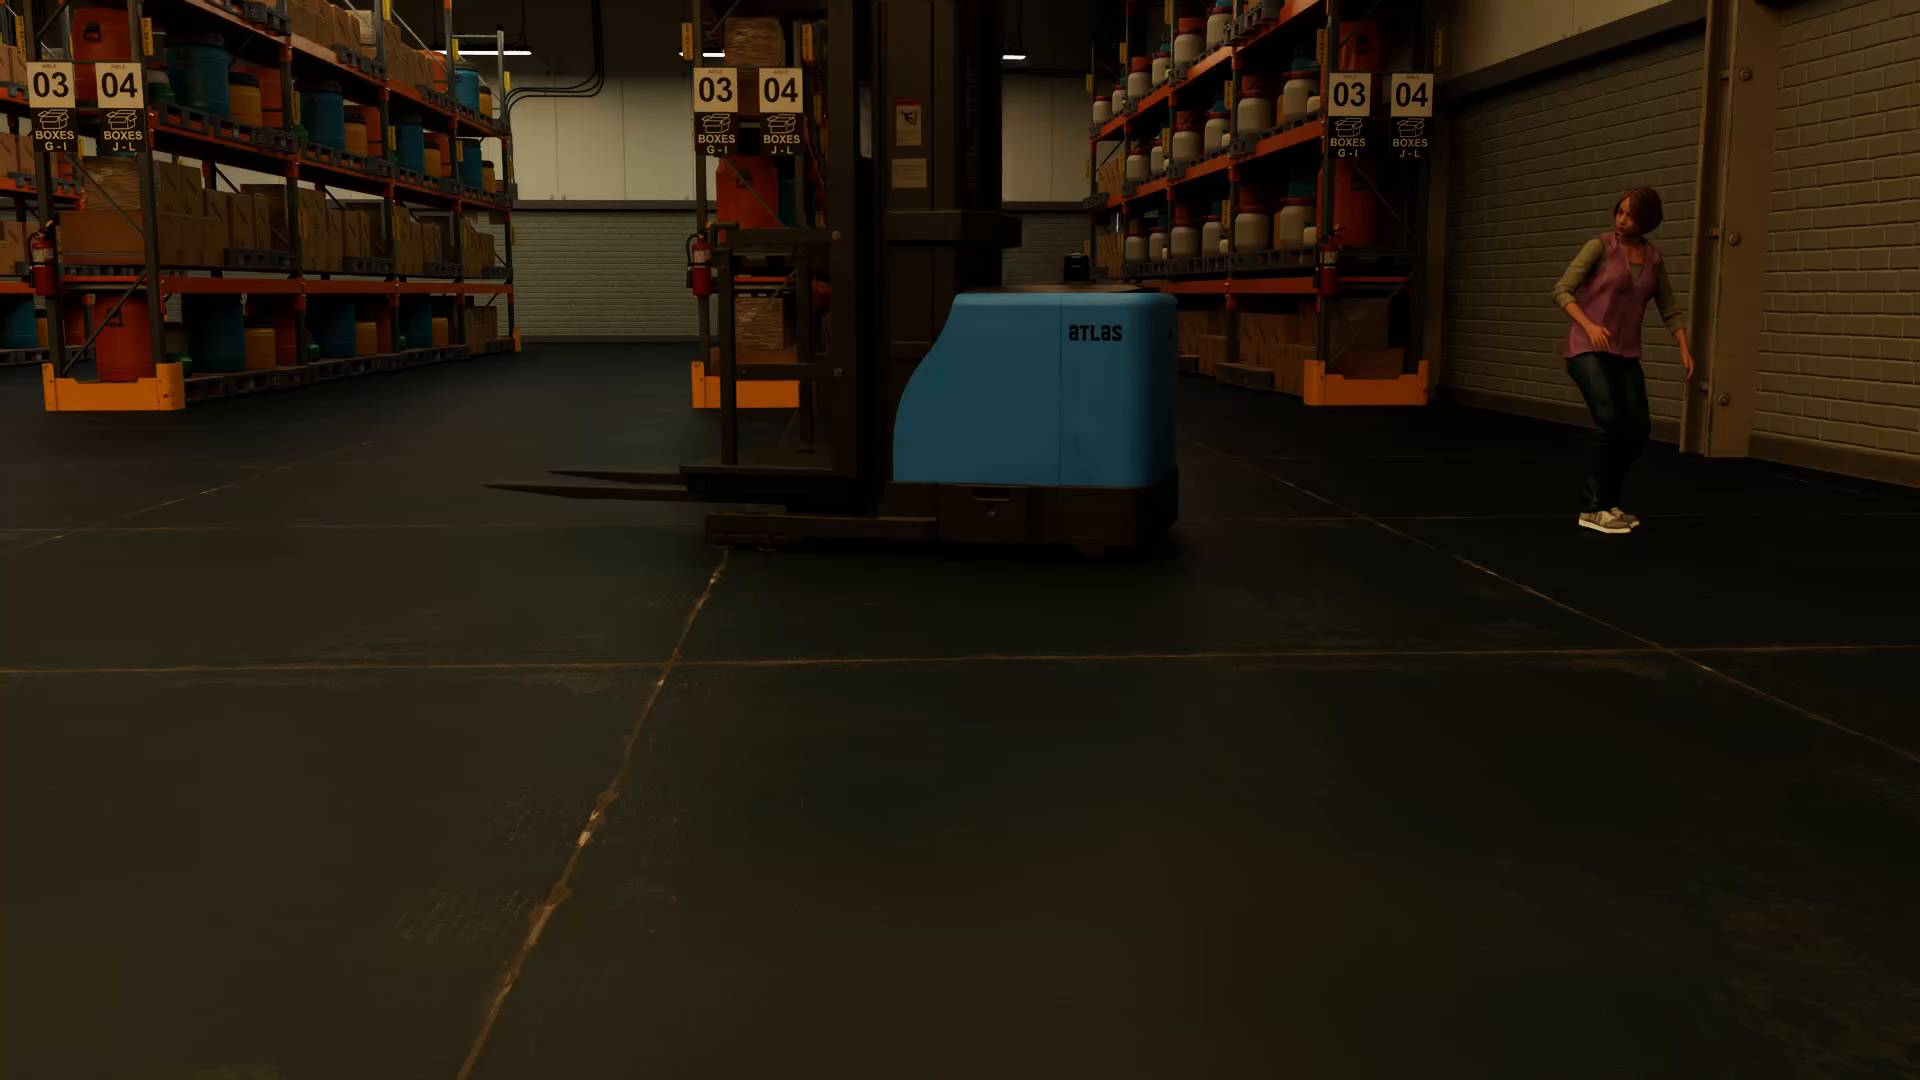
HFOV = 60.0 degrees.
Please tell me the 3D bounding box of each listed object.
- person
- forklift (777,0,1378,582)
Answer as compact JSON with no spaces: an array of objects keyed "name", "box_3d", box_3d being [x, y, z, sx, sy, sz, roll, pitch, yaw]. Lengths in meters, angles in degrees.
[{"name":"person","box_3d":[2.995,-0.844,7.605,0.410,1.587,0.330,-3,9,-17]},{"name":"forklift","box_3d":[0.346,-1.370,6.555,1.130,2.935,3.031,-5,10,-31]}]
